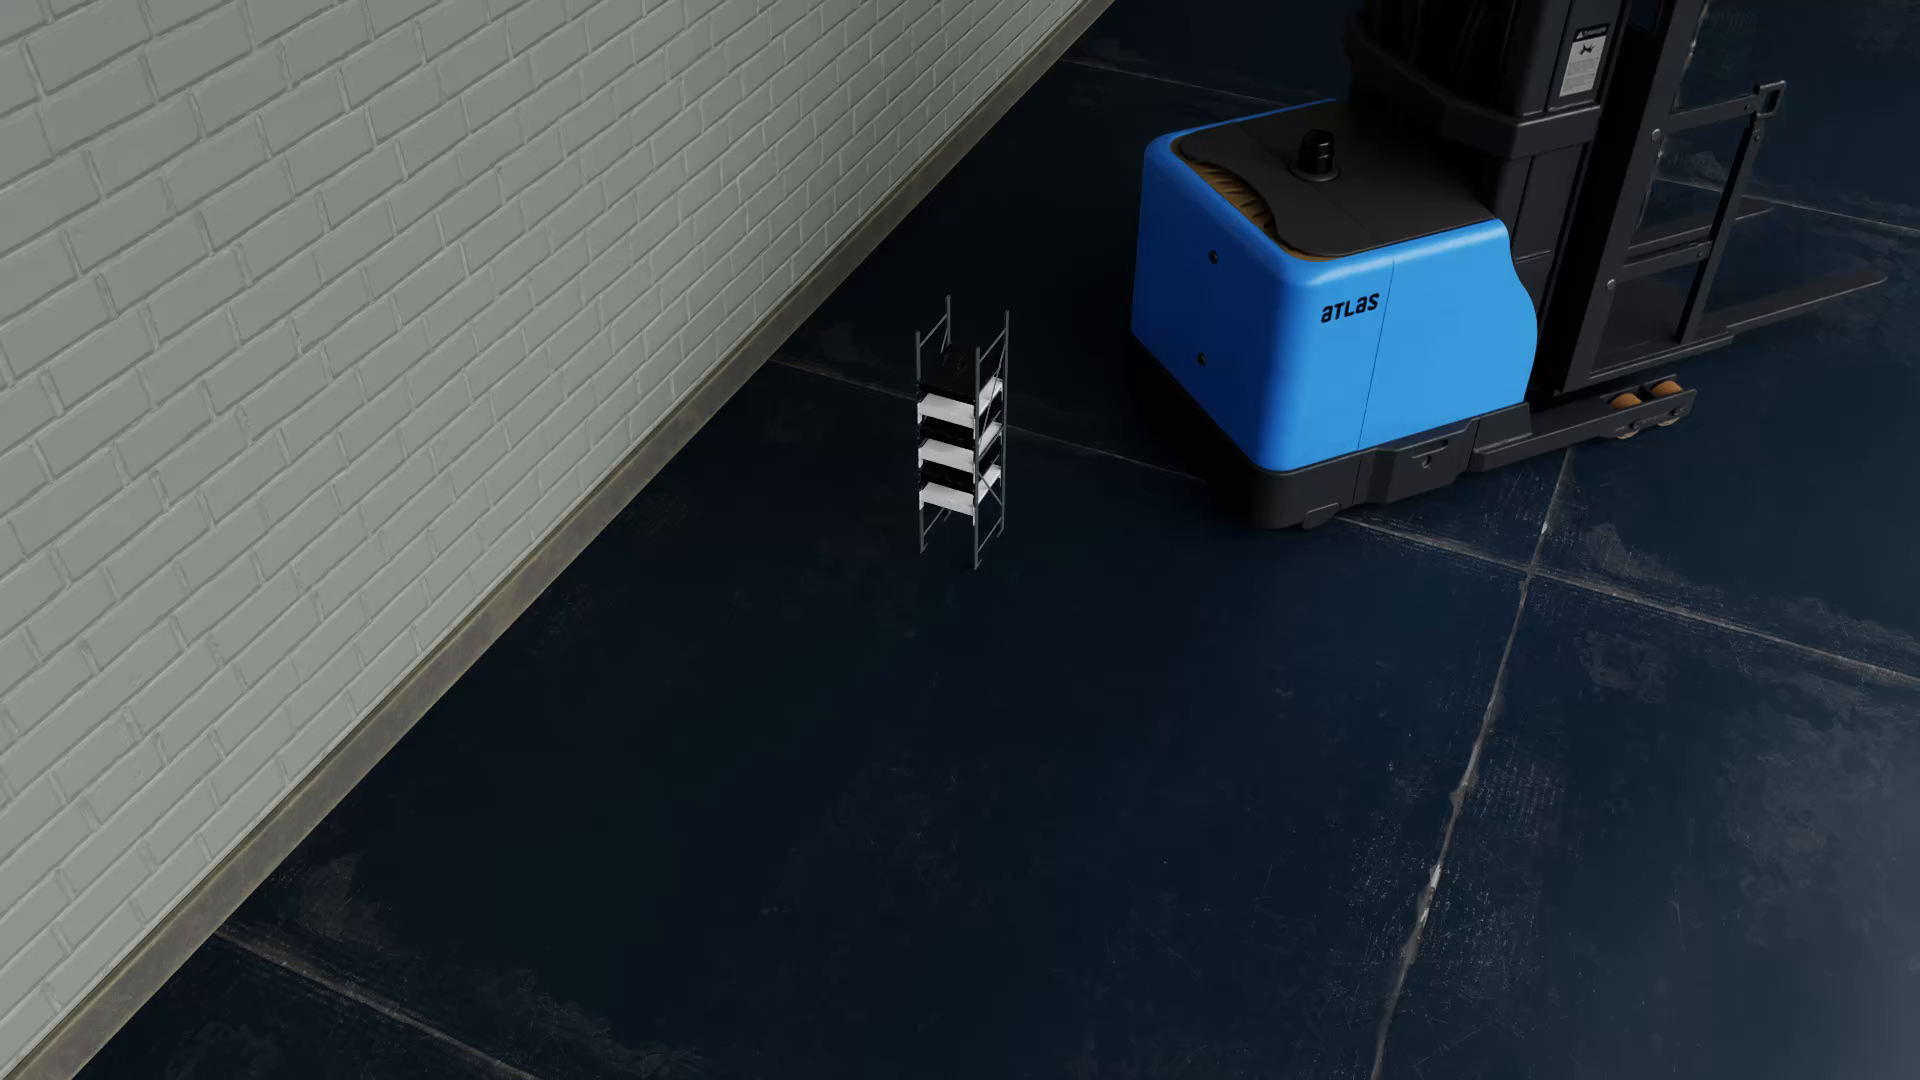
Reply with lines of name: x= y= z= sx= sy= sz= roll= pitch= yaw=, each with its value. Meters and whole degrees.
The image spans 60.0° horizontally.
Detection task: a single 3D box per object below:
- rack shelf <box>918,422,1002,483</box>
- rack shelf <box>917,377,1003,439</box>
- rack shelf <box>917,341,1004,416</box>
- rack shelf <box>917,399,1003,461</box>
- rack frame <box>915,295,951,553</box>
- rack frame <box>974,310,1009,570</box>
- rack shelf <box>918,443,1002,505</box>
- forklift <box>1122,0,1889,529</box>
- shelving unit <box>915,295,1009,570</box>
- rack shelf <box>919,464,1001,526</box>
rack shelf: x=0.007 y=-0.313 z=5.474 sx=0.200 sy=0.077 sz=0.258 roll=17 pitch=44 yaw=19
rack shelf: x=0.007 y=-0.449 z=5.357 sx=0.200 sy=0.077 sz=0.258 roll=17 pitch=44 yaw=19
rack shelf: x=0.007 y=-0.517 z=5.298 sx=0.200 sy=0.077 sz=0.258 roll=17 pitch=44 yaw=19
rack shelf: x=0.007 y=-0.381 z=5.416 sx=0.200 sy=0.077 sz=0.258 roll=17 pitch=44 yaw=19
rack frame: x=-0.085 y=-0.366 z=5.485 sx=0.006 sy=0.900 sz=0.240 roll=17 pitch=44 yaw=19
rack frame: x=0.099 y=-0.310 z=5.420 sx=0.006 sy=0.900 sz=0.240 roll=17 pitch=44 yaw=19
rack shelf: x=0.007 y=-0.245 z=5.533 sx=0.200 sy=0.077 sz=0.258 roll=17 pitch=44 yaw=19
forklift: x=2.182 y=-1.784 z=5.570 sx=3.031 sy=2.935 sz=1.130 roll=-16 pitch=43 yaw=-18
shelving unit: x=0.007 y=-0.338 z=5.453 sx=0.210 sy=0.900 sz=0.258 roll=17 pitch=44 yaw=19
rack shelf: x=0.007 y=-0.177 z=5.592 sx=0.200 sy=0.077 sz=0.258 roll=17 pitch=44 yaw=19
